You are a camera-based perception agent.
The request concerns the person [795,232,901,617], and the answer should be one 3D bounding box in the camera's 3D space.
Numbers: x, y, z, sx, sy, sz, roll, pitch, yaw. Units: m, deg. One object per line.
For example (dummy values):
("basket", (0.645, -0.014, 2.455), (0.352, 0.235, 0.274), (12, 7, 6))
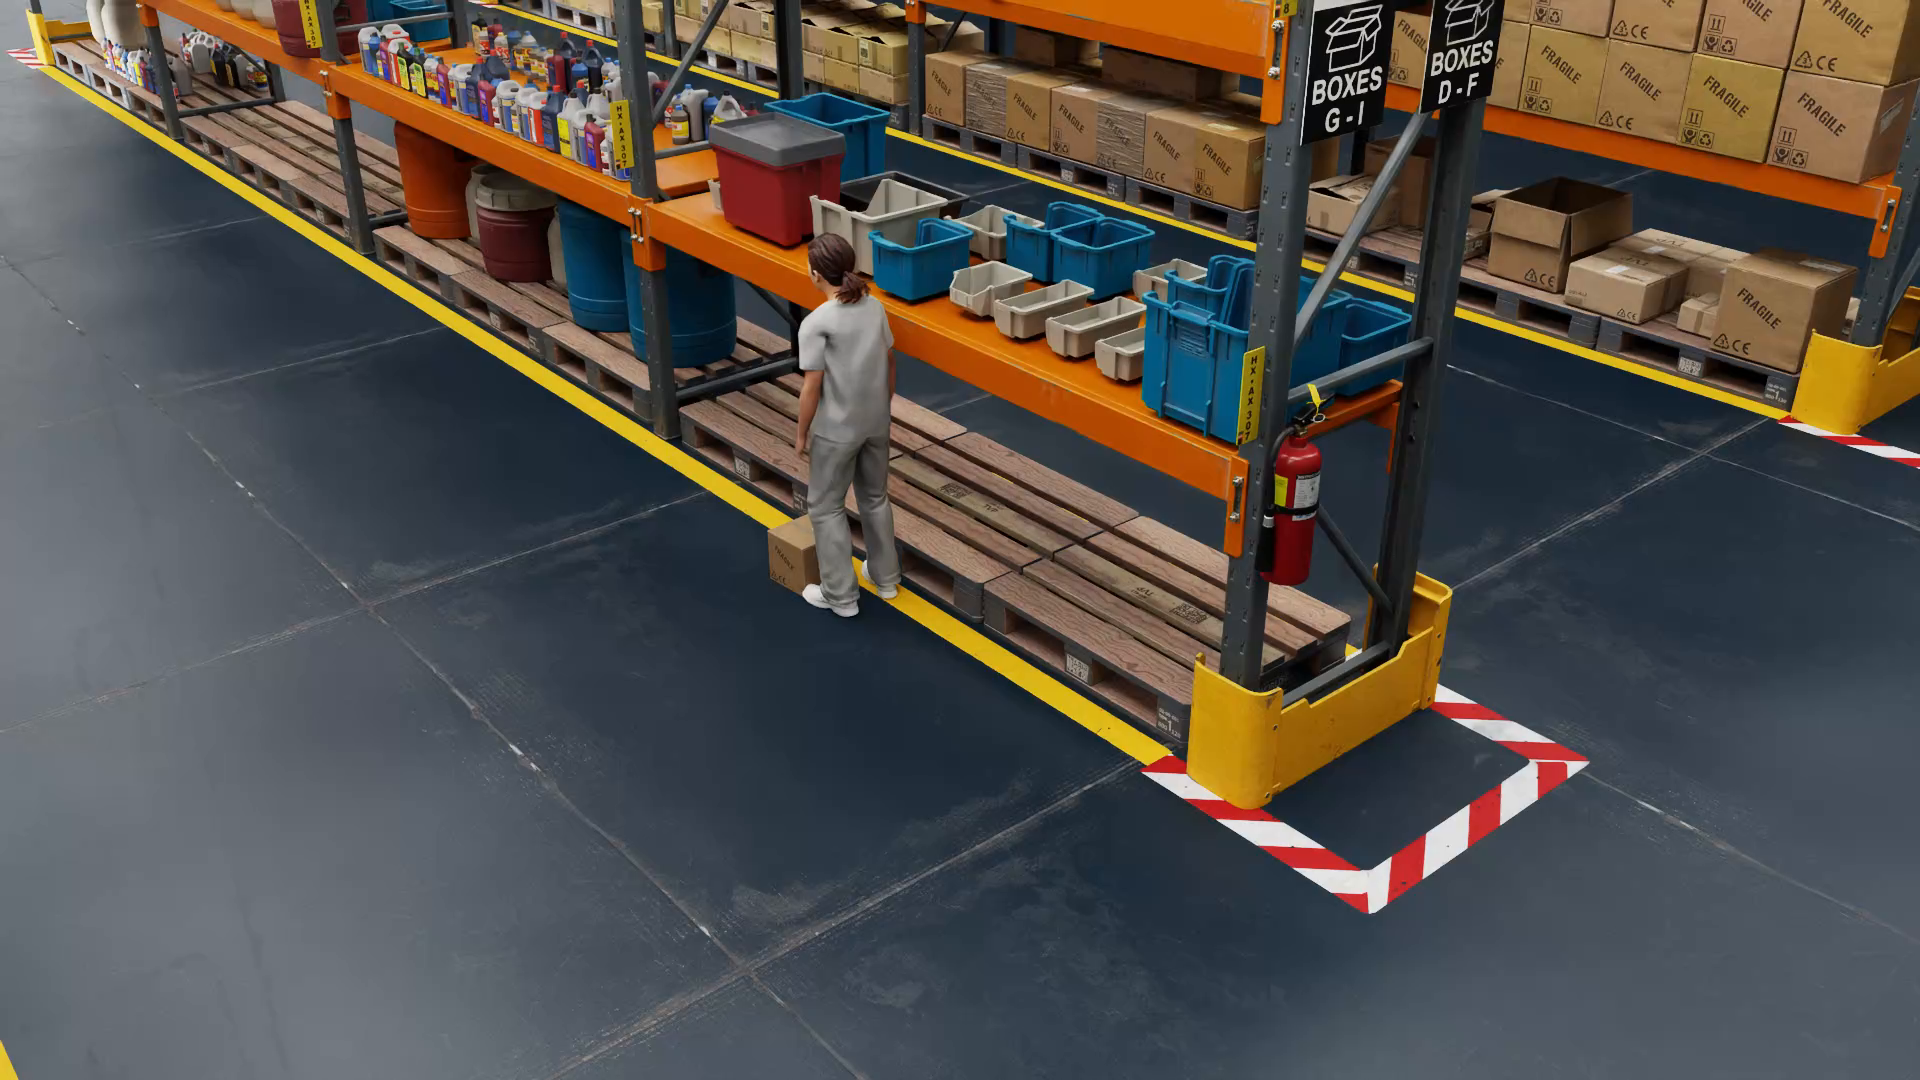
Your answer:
("person", (-0.478, -0.472, 7.001), (0.486, 1.673, 0.358), (-22, 35, -35))
